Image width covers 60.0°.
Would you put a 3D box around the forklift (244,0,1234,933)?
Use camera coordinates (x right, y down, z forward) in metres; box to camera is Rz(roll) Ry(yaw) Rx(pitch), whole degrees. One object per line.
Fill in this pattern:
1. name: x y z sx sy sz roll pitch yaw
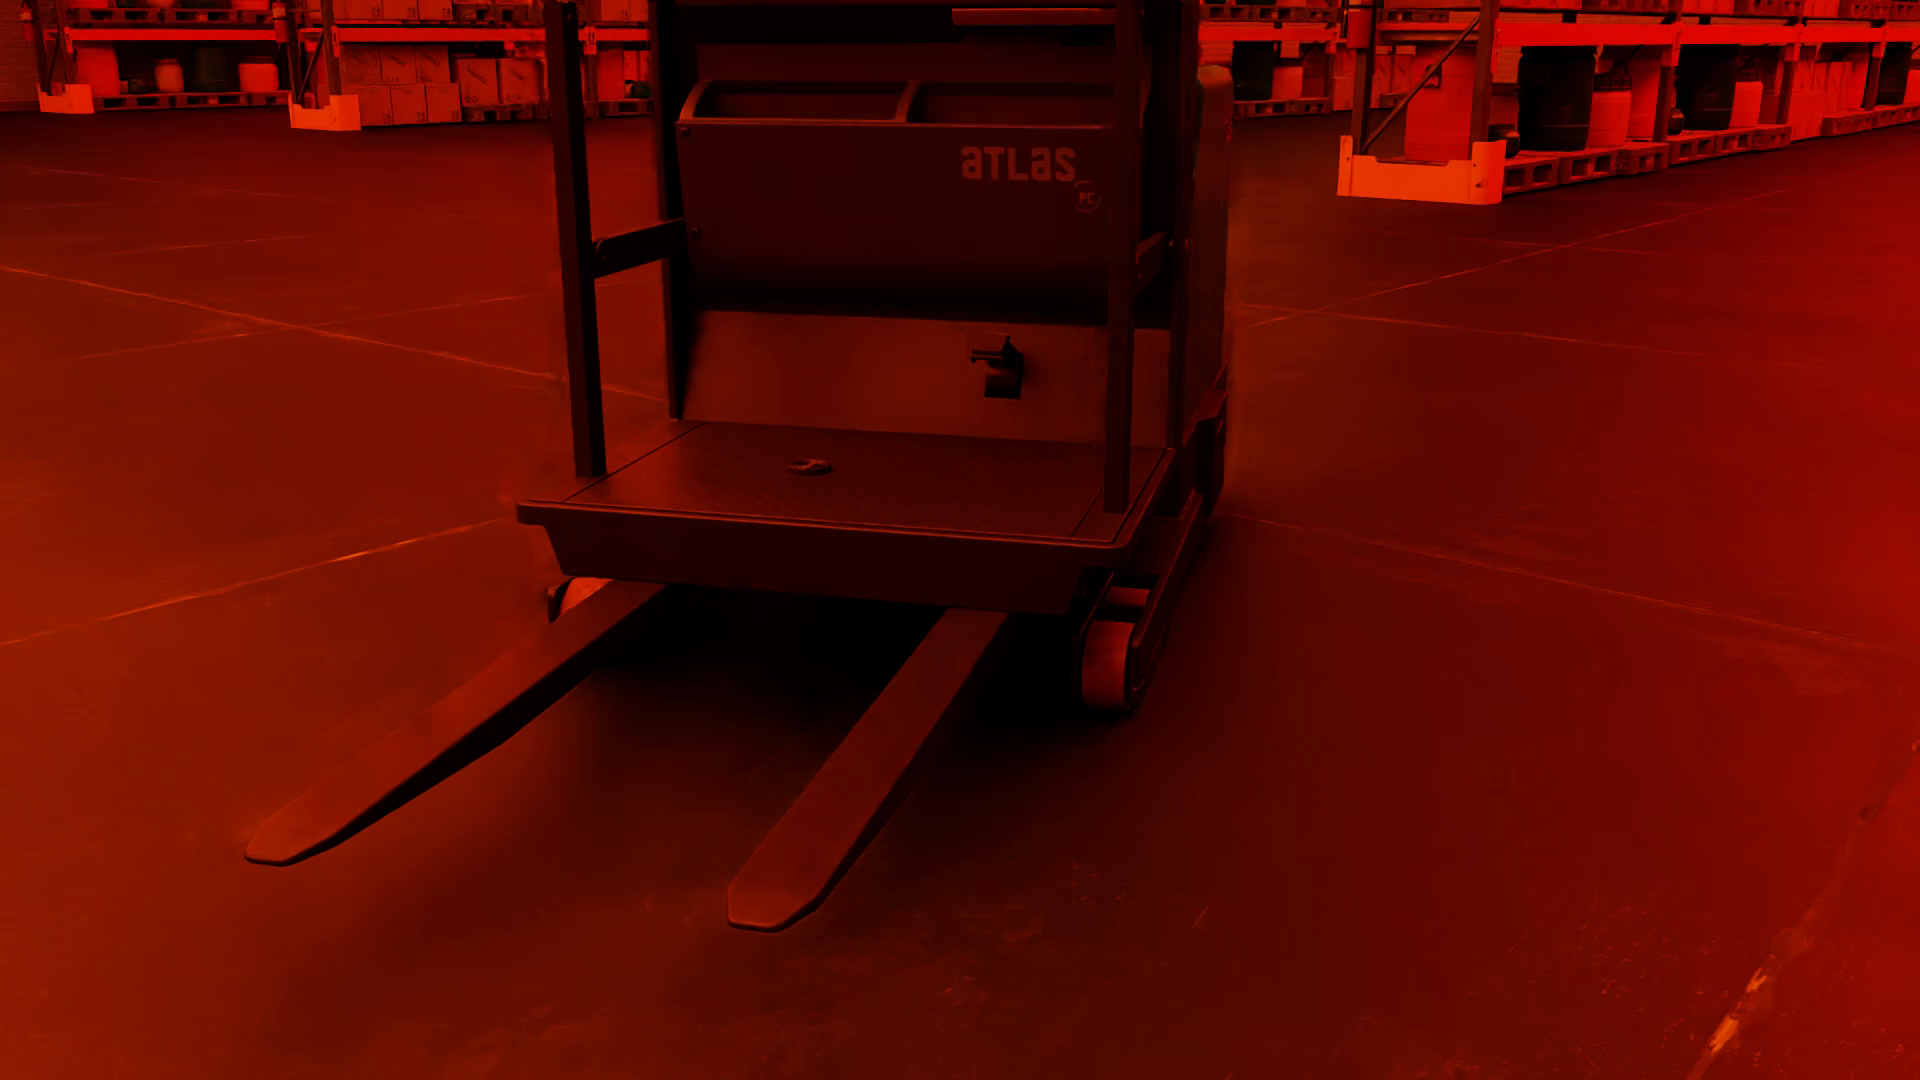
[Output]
1. forklift: -0.146 -1.220 2.914 1.130 2.935 3.031 4 17 14
